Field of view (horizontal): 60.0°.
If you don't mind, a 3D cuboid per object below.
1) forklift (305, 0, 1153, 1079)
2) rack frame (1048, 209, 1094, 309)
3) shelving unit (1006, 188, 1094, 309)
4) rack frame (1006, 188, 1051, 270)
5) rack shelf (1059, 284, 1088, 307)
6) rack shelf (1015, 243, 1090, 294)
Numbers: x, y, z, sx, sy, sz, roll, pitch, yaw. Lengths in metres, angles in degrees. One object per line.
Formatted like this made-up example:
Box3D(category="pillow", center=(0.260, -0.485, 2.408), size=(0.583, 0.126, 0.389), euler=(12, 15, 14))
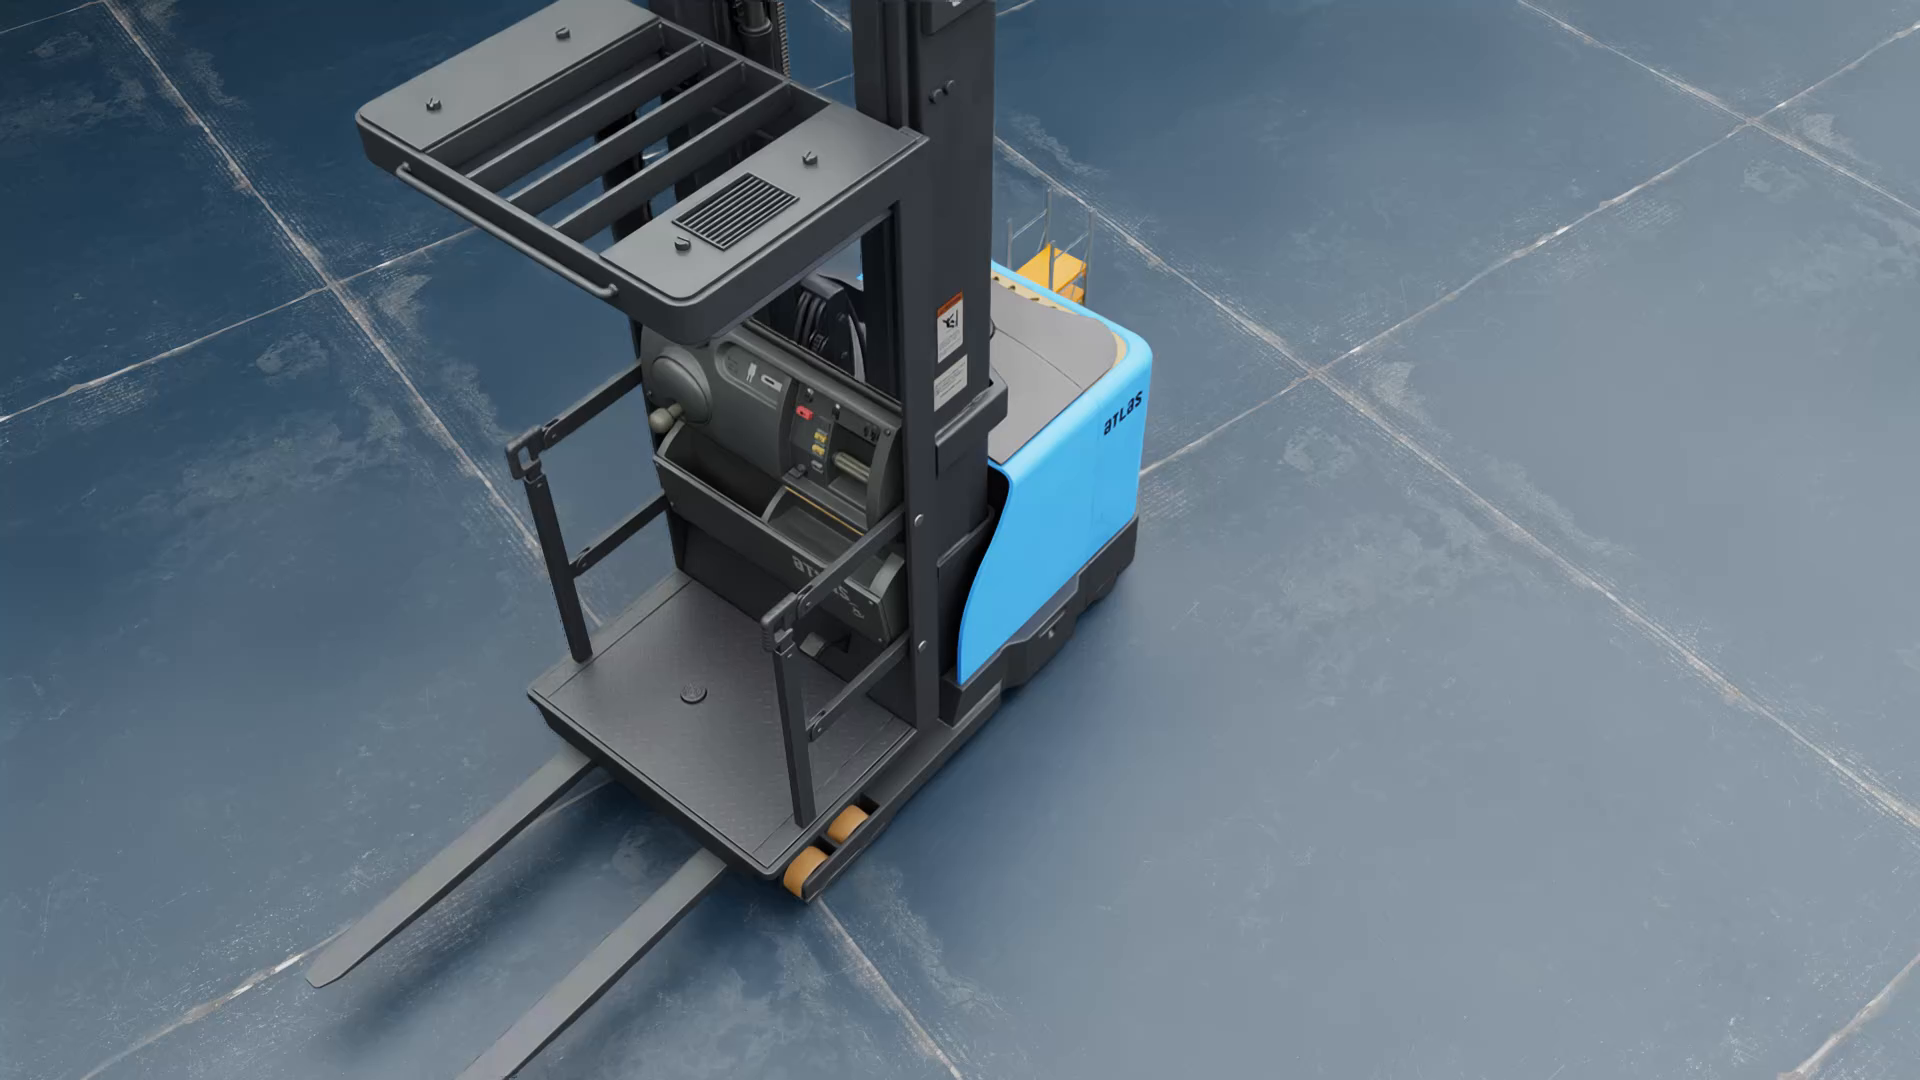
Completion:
Box3D(category="forklift", center=(-0.680, -0.283, 4.528), size=(1.130, 2.935, 3.031), euler=(31, 55, 25))
Box3D(category="rack frame", center=(0.378, -0.653, 6.032), size=(0.006, 1.200, 0.240), euler=(31, 55, 25))
Box3D(category="shelving unit", center=(0.307, -0.695, 6.071), size=(0.189, 1.200, 0.258), euler=(31, 55, 25))
Box3D(category="rack frame", center=(0.236, -0.738, 6.109), size=(0.006, 1.200, 0.240), euler=(31, 55, 25))
Box3D(category="rack shelf", center=(0.307, -0.827, 5.926), size=(0.180, 0.103, 0.258), euler=(31, 55, 25))
Box3D(category="rack shelf", center=(0.307, -0.908, 5.837), size=(0.180, 0.103, 0.258), euler=(31, 55, 25))
